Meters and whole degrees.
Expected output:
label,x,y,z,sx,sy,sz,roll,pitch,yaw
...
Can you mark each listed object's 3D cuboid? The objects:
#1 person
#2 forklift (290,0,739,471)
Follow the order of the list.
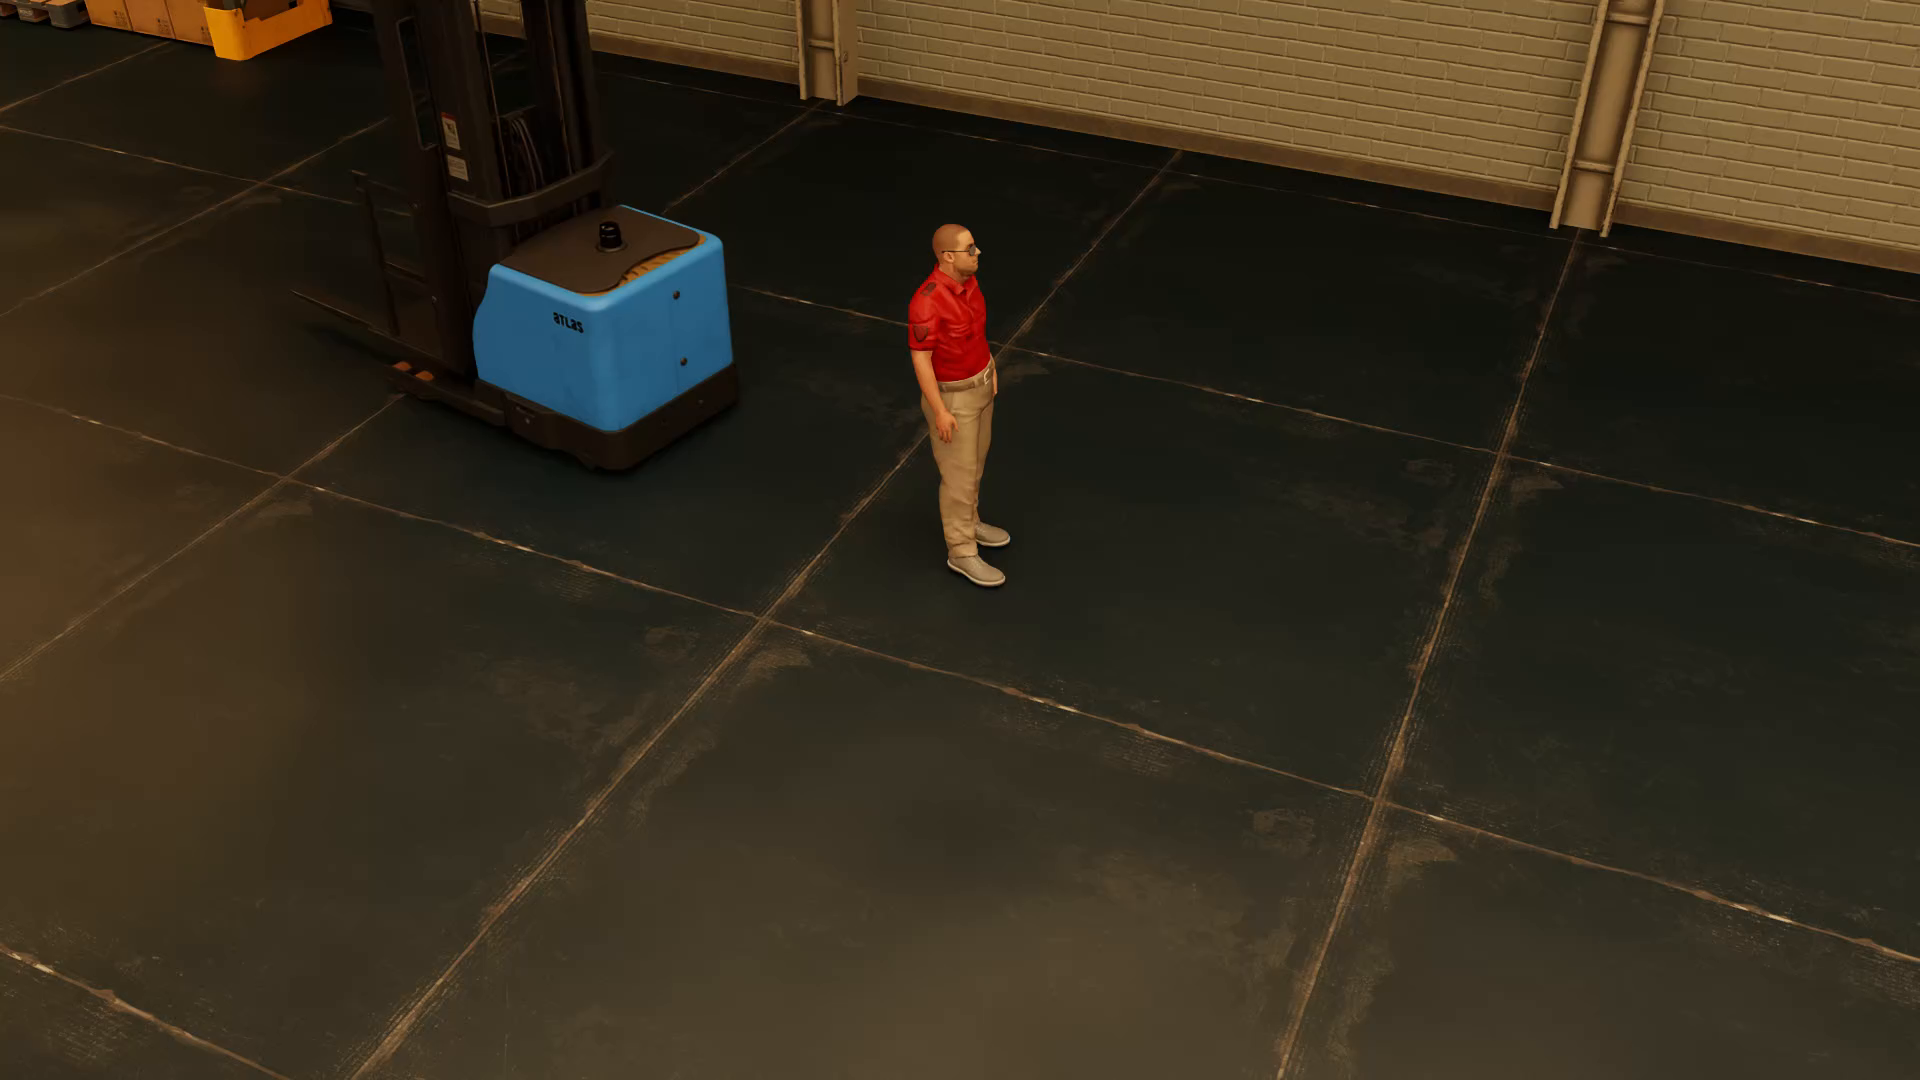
label,x,y,z,sx,sy,sz,roll,pitch,yaw
person,0.077,-0.683,8.065,0.550,1.728,0.641,15,38,20
forklift,-2.780,-2.242,9.230,3.031,2.935,1.130,22,41,28
